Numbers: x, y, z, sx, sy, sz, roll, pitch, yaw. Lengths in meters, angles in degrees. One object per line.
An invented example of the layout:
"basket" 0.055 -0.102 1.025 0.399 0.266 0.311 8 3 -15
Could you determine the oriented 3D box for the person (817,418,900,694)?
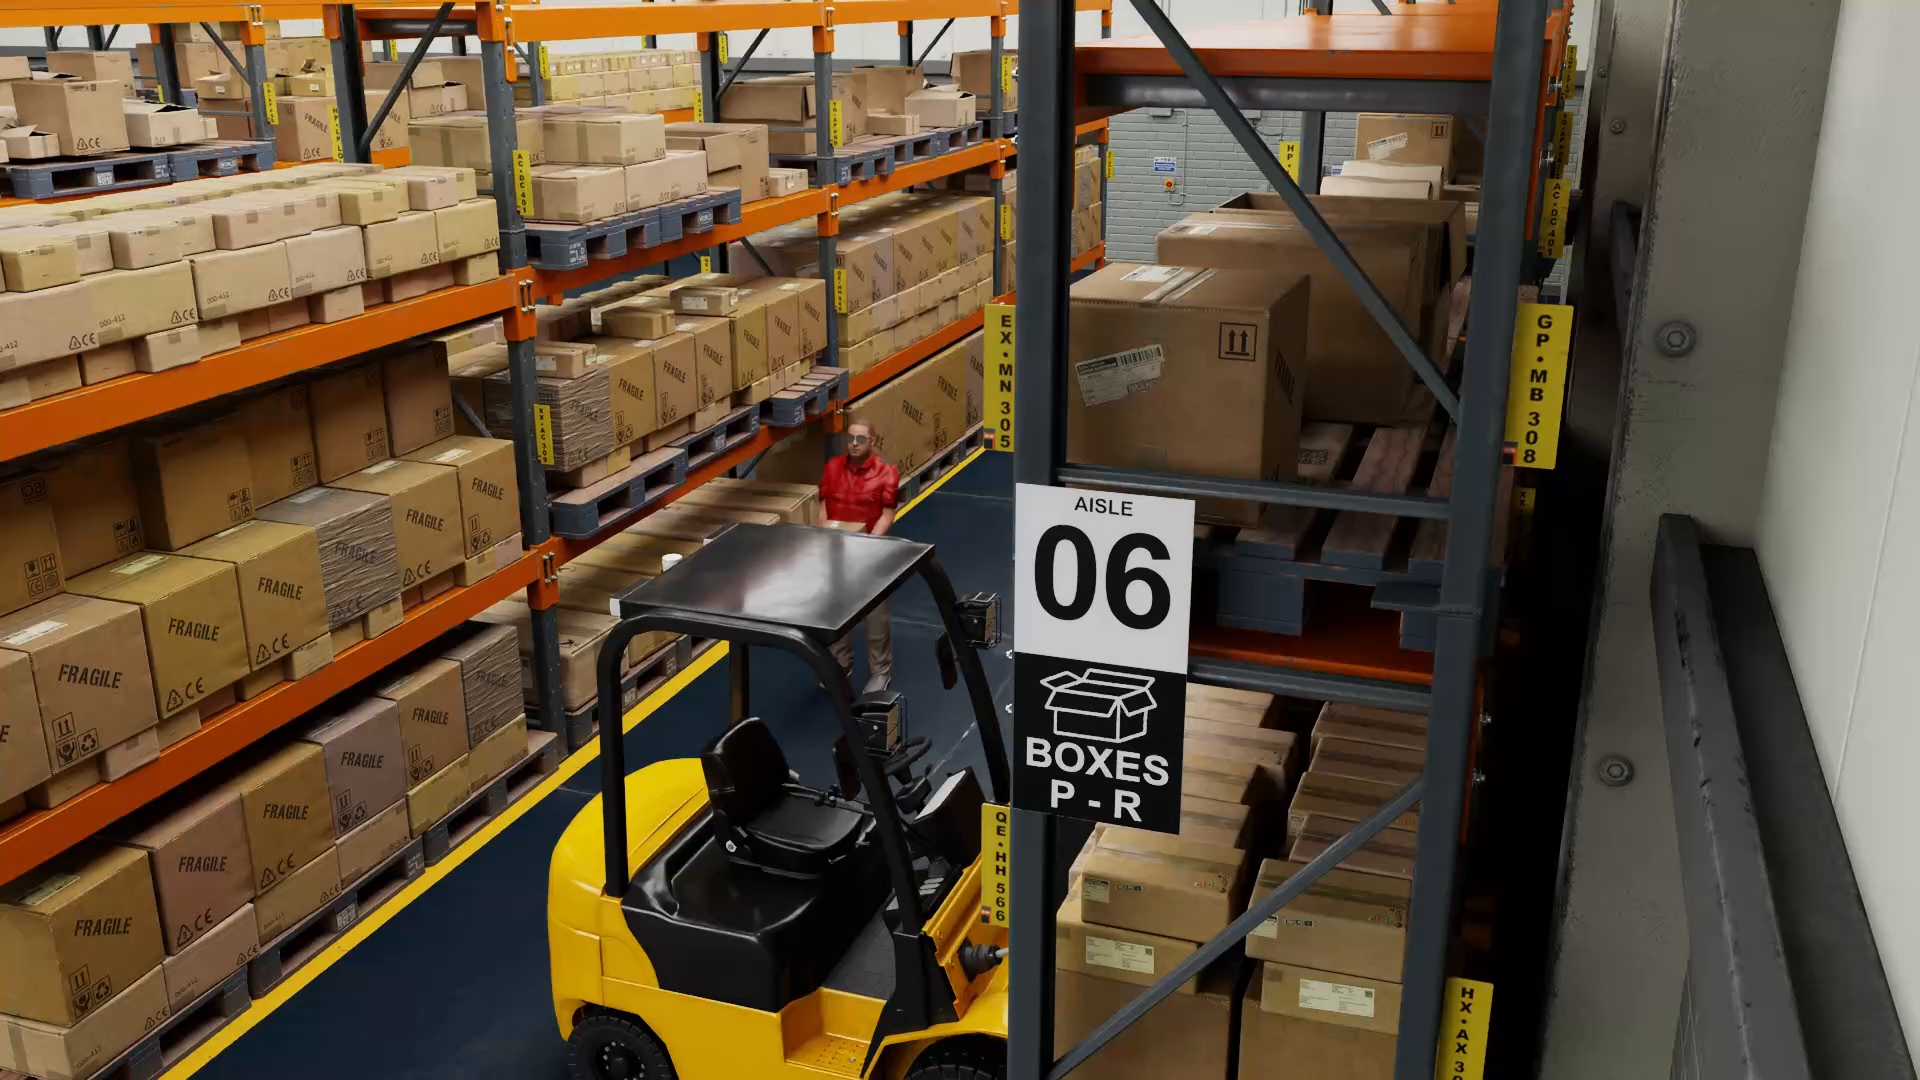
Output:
"person" -0.651 0.119 10.229 0.514 1.725 0.530 6 20 18
